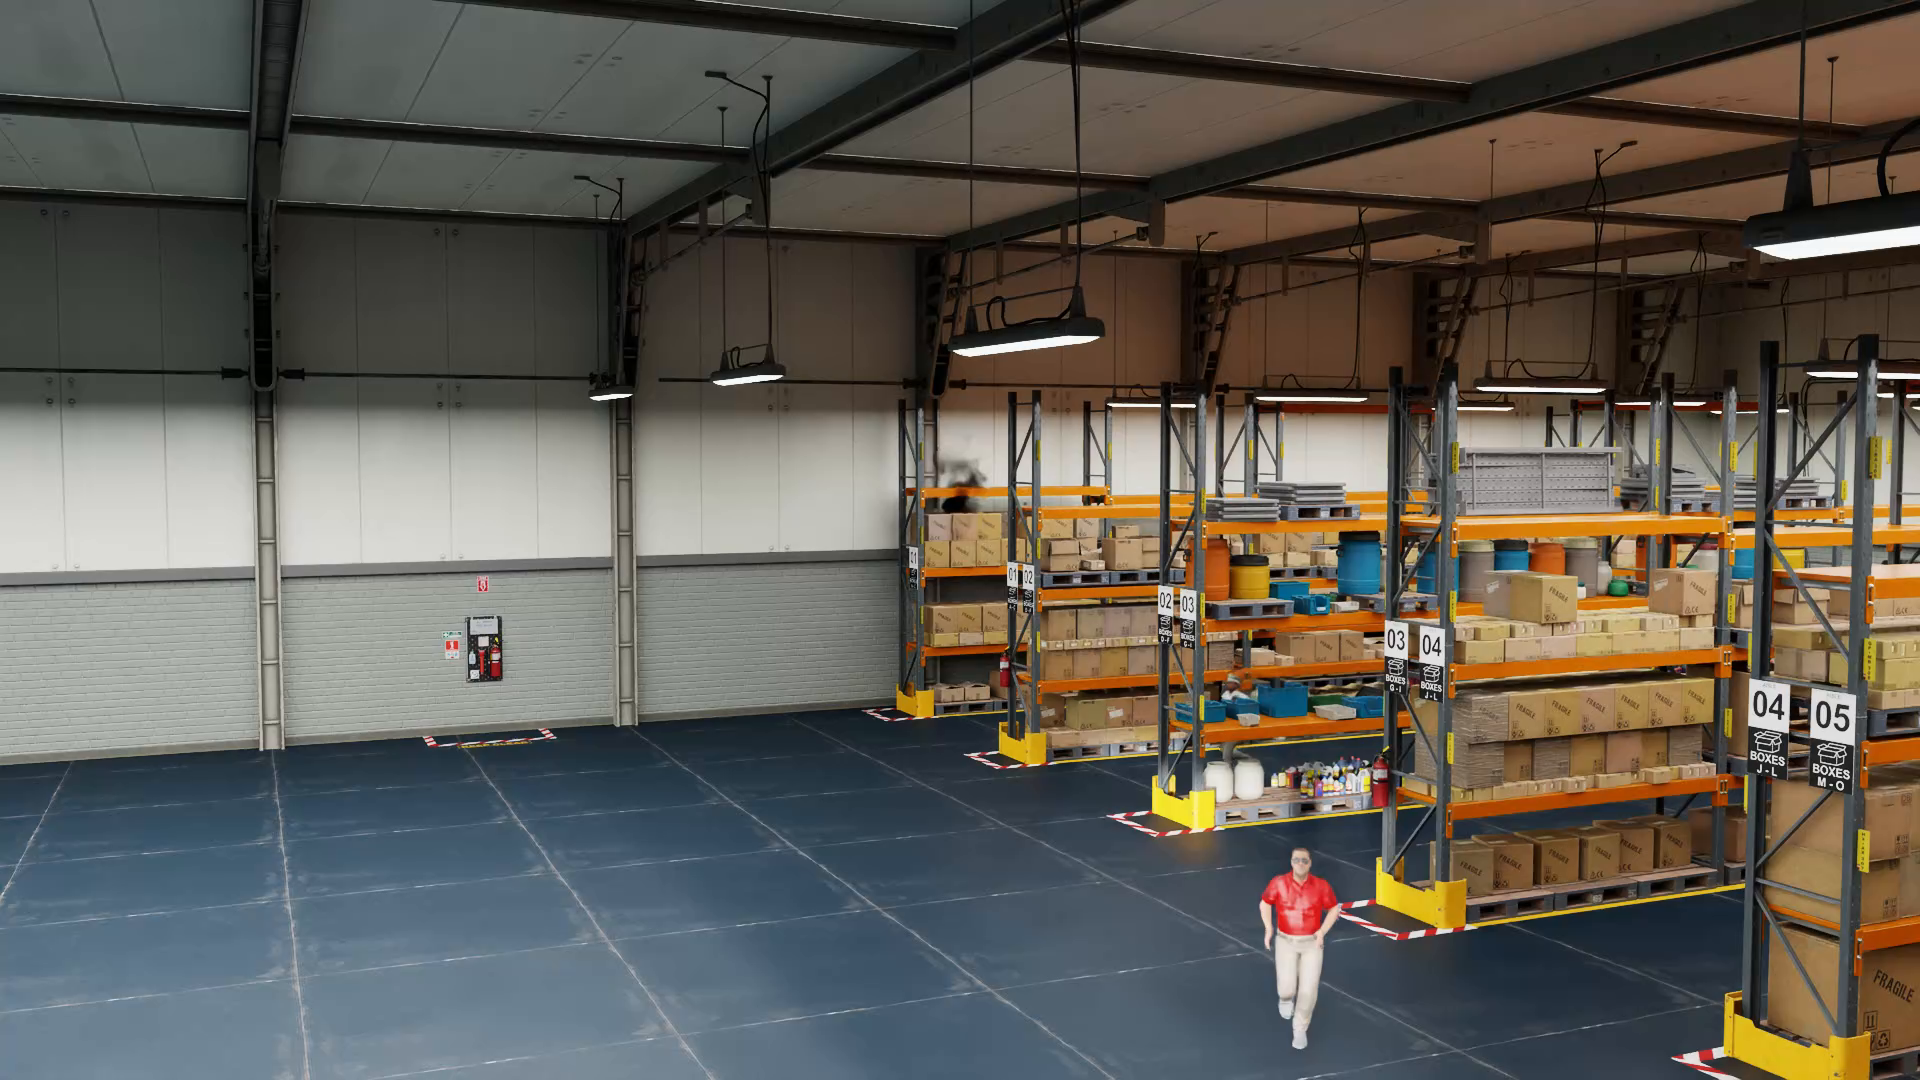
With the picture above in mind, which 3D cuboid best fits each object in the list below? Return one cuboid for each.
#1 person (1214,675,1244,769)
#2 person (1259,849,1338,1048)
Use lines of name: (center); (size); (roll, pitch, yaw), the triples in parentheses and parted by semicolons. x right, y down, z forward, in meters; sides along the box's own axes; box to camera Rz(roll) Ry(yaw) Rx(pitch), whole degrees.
person: (4.071, 2.870, 25.102); (0.700, 1.675, 0.577); (-2, 4, -35)
person: (2.895, 3.500, 14.220); (0.664, 1.683, 0.587); (1, 3, 9)
